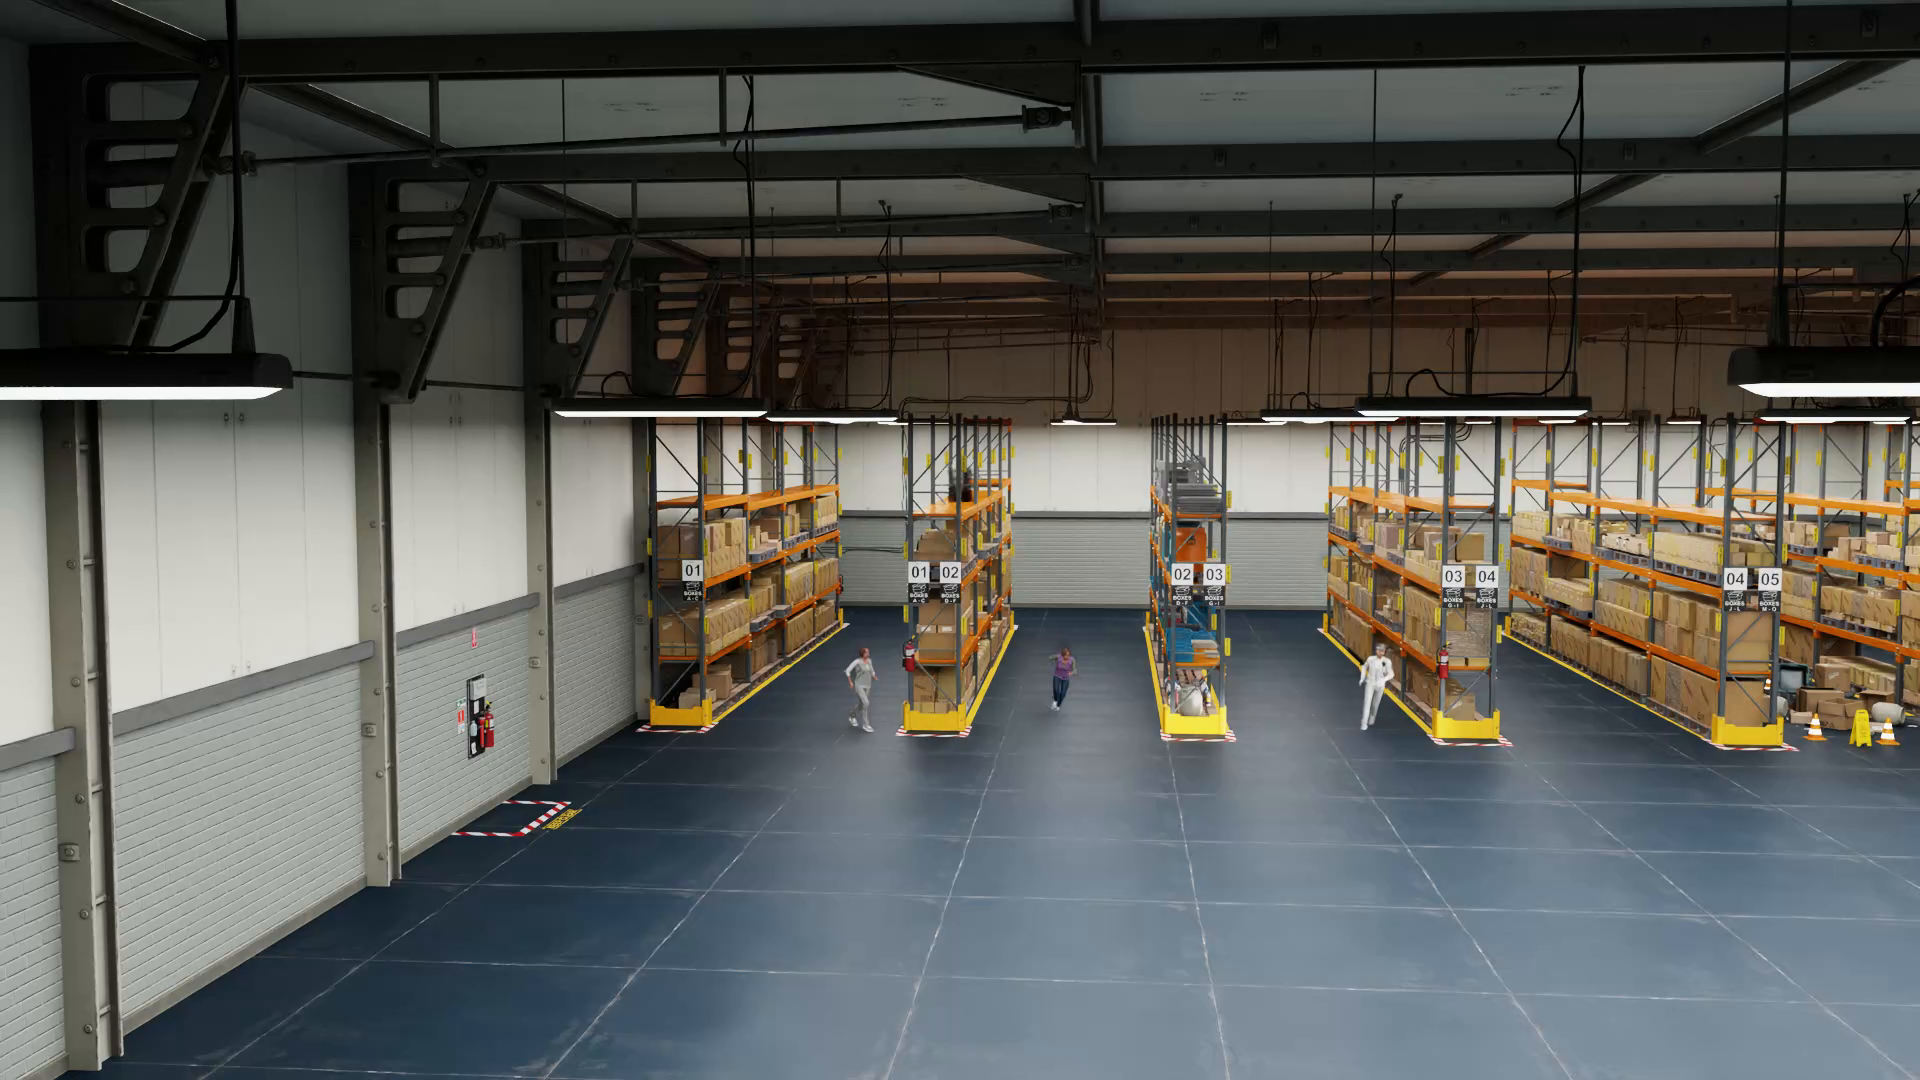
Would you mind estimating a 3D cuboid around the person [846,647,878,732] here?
[{"bbox_3d":[-1.882,2.800,31.505,0.769,1.590,0.552,4,5,44],"label":"person"}]

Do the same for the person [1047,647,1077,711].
[{"bbox_3d":[2.046,2.799,33.281,0.550,1.344,0.925,0,4,-1],"label":"person"}]

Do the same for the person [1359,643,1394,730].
[{"bbox_3d":[7.852,2.744,31.419,0.601,1.600,1.016,1,4,15],"label":"person"}]
